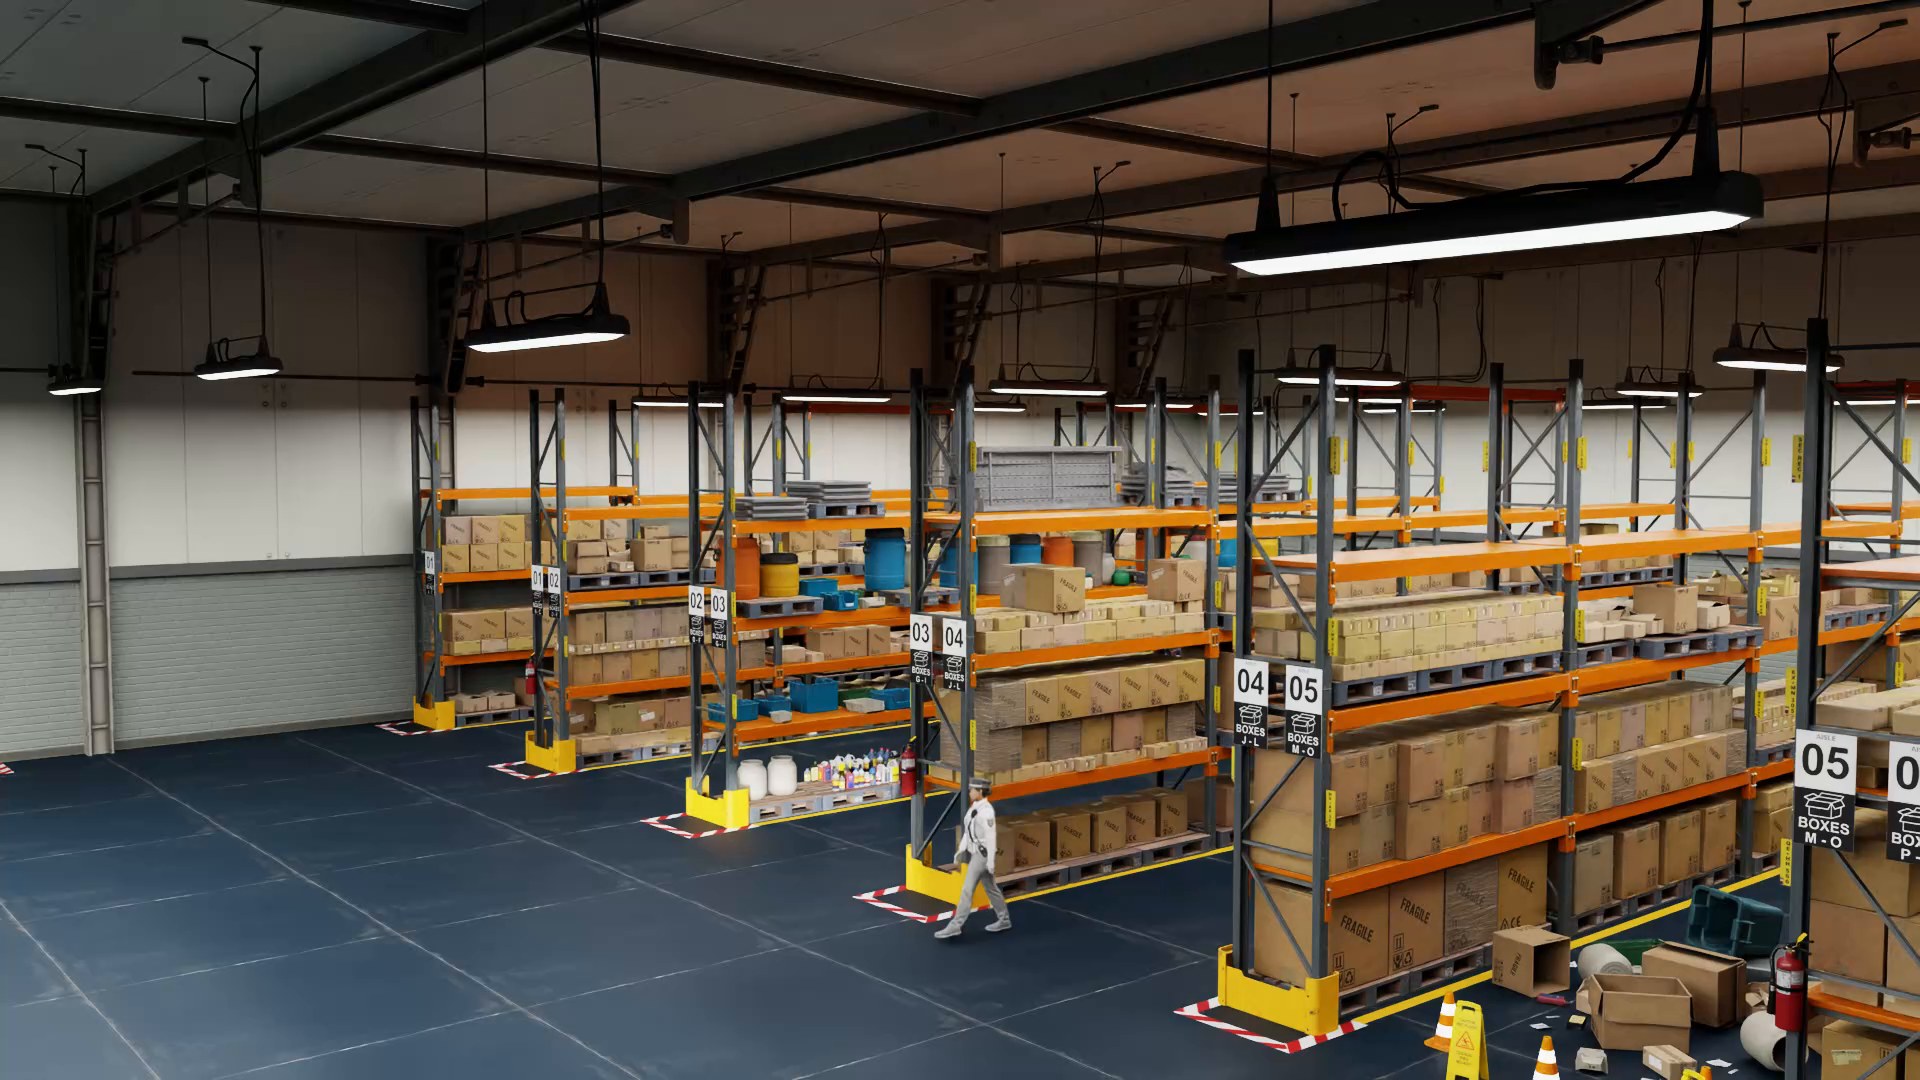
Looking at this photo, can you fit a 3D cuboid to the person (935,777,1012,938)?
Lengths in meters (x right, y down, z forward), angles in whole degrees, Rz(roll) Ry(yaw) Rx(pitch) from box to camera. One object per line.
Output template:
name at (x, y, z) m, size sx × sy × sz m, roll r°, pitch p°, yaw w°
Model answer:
person at (0.125, 3.305, 17.400) m, size 0.871 × 1.625 × 0.520 m, roll -1°, pitch 3°, yaw -11°

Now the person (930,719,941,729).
person at (-0.049, 2.554, 29.725) m, size 0.970 × 1.676 × 0.552 m, roll -2°, pitch 4°, yaw -33°
